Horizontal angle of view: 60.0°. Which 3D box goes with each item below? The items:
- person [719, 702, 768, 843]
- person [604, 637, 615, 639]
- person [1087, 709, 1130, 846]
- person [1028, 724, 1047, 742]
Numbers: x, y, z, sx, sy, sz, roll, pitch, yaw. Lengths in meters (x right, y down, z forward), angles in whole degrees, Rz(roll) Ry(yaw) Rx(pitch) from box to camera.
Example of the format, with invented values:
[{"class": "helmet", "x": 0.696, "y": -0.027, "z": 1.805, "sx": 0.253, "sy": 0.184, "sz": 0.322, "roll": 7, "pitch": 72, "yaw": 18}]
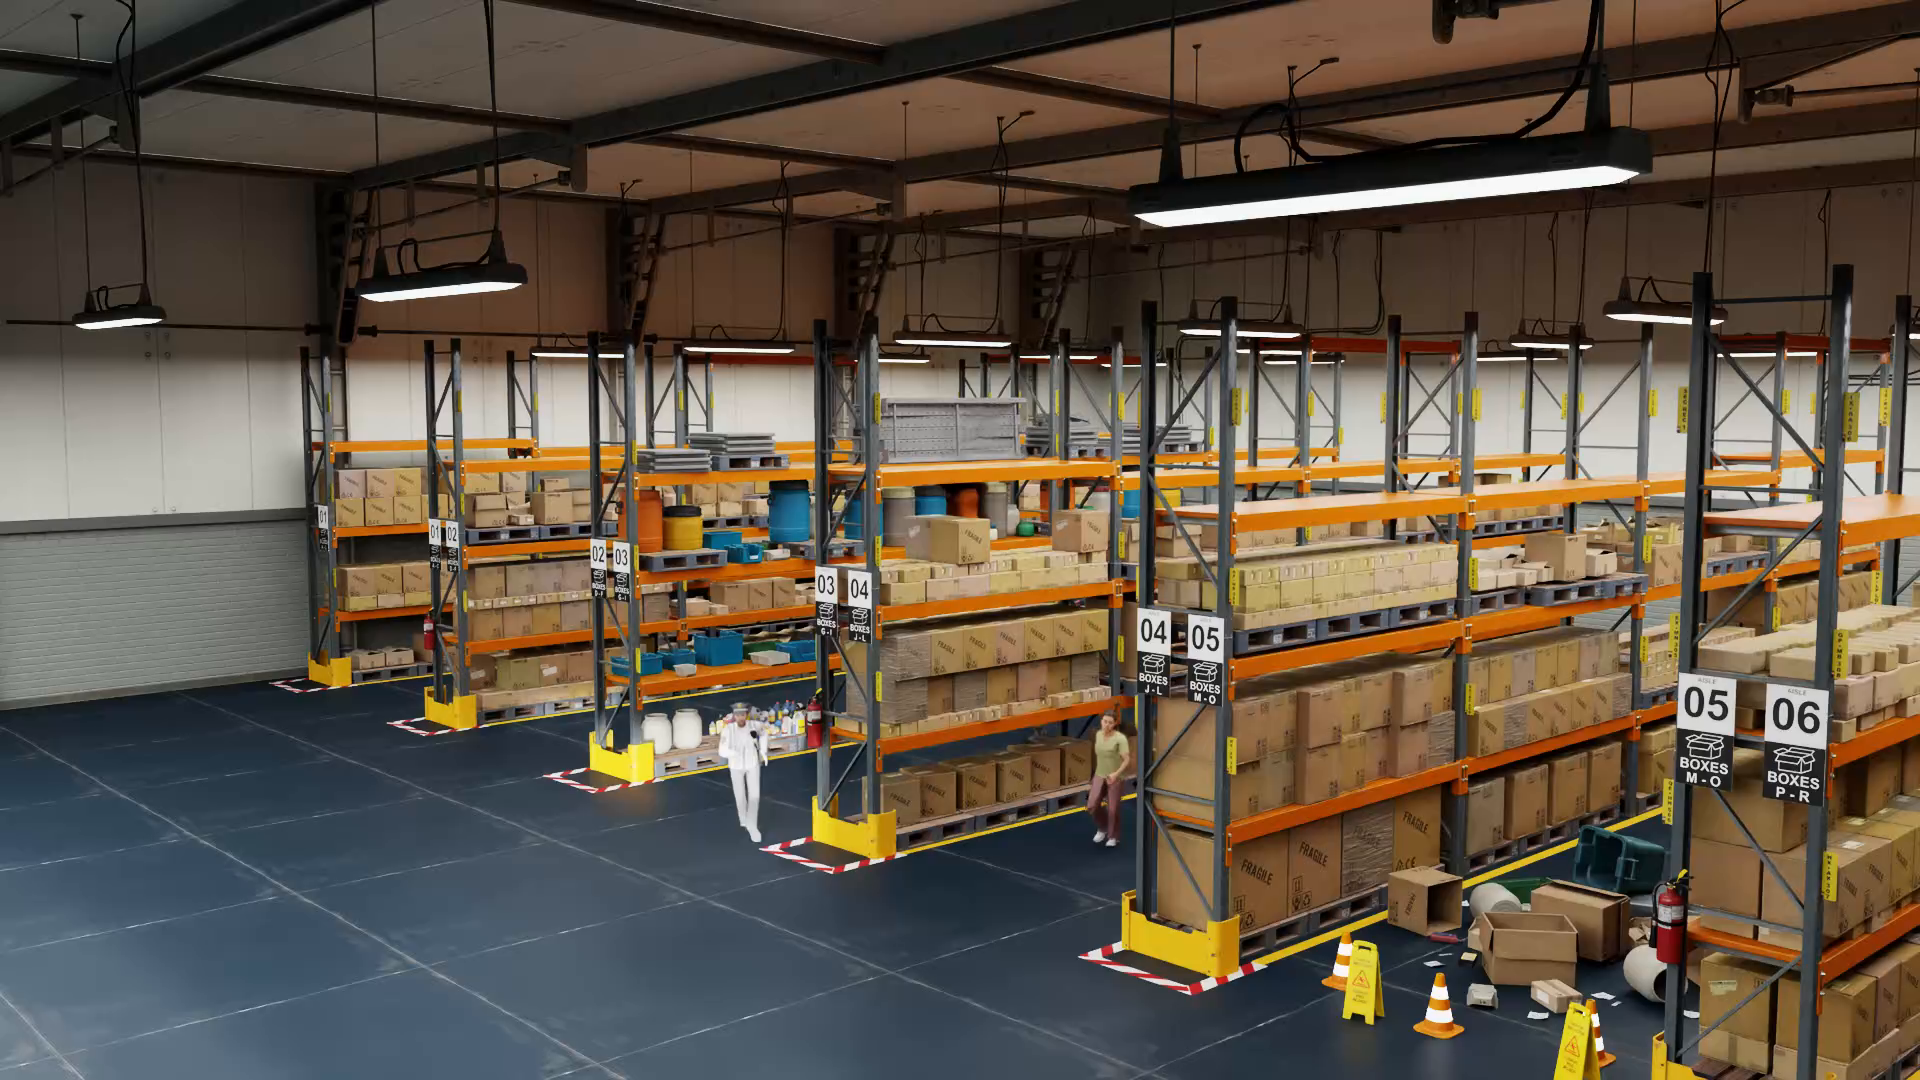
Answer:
[{"class": "person", "x": -2.508, "y": 2.648, "z": 19.293, "sx": 0.541, "sy": 1.637, "sz": 0.924, "roll": 0, "pitch": 5, "yaw": -3}, {"class": "person", "x": -6.474, "y": 1.672, "z": 30.748, "sx": 0.604, "sy": 1.616, "sz": 0.716, "roll": 3, "pitch": 6, "yaw": 27}, {"class": "person", "x": 1.696, "y": 2.697, "z": 18.752, "sx": 0.532, "sy": 1.616, "sz": 0.755, "roll": 3, "pitch": 6, "yaw": 28}, {"class": "person", "x": 1.043, "y": 2.225, "z": 24.407, "sx": 0.705, "sy": 1.577, "sz": 0.935, "roll": 4, "pitch": 6, "yaw": 37}]
